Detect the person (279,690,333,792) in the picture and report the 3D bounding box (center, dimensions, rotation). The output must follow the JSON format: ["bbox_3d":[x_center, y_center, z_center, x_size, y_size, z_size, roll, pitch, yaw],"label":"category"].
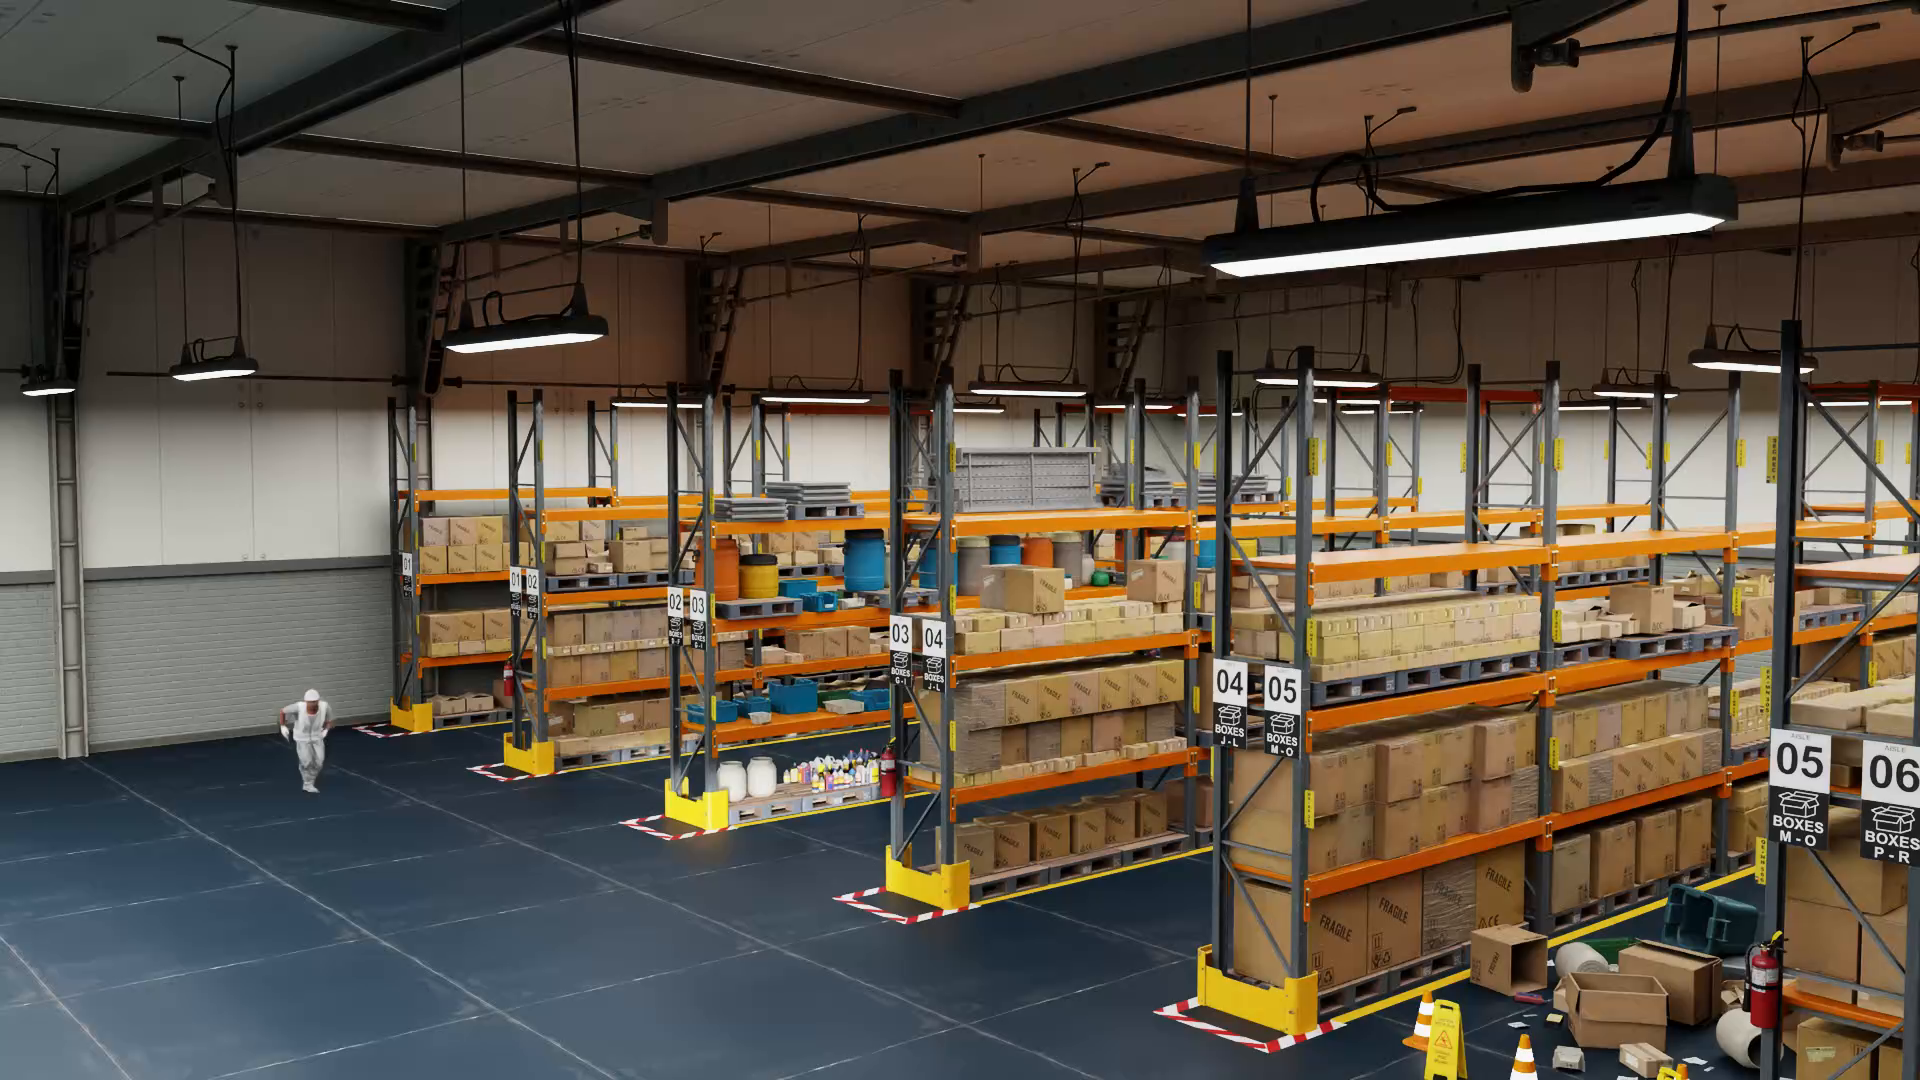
[{"bbox_3d":[-9.566,2.951,24.357,0.715,1.586,0.825,-2,4,-31],"label":"person"}]

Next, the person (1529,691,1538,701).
[{"bbox_3d":[8.104,2.930,23.333,0.698,1.754,0.682,-3,5,-43],"label":"person"}]
